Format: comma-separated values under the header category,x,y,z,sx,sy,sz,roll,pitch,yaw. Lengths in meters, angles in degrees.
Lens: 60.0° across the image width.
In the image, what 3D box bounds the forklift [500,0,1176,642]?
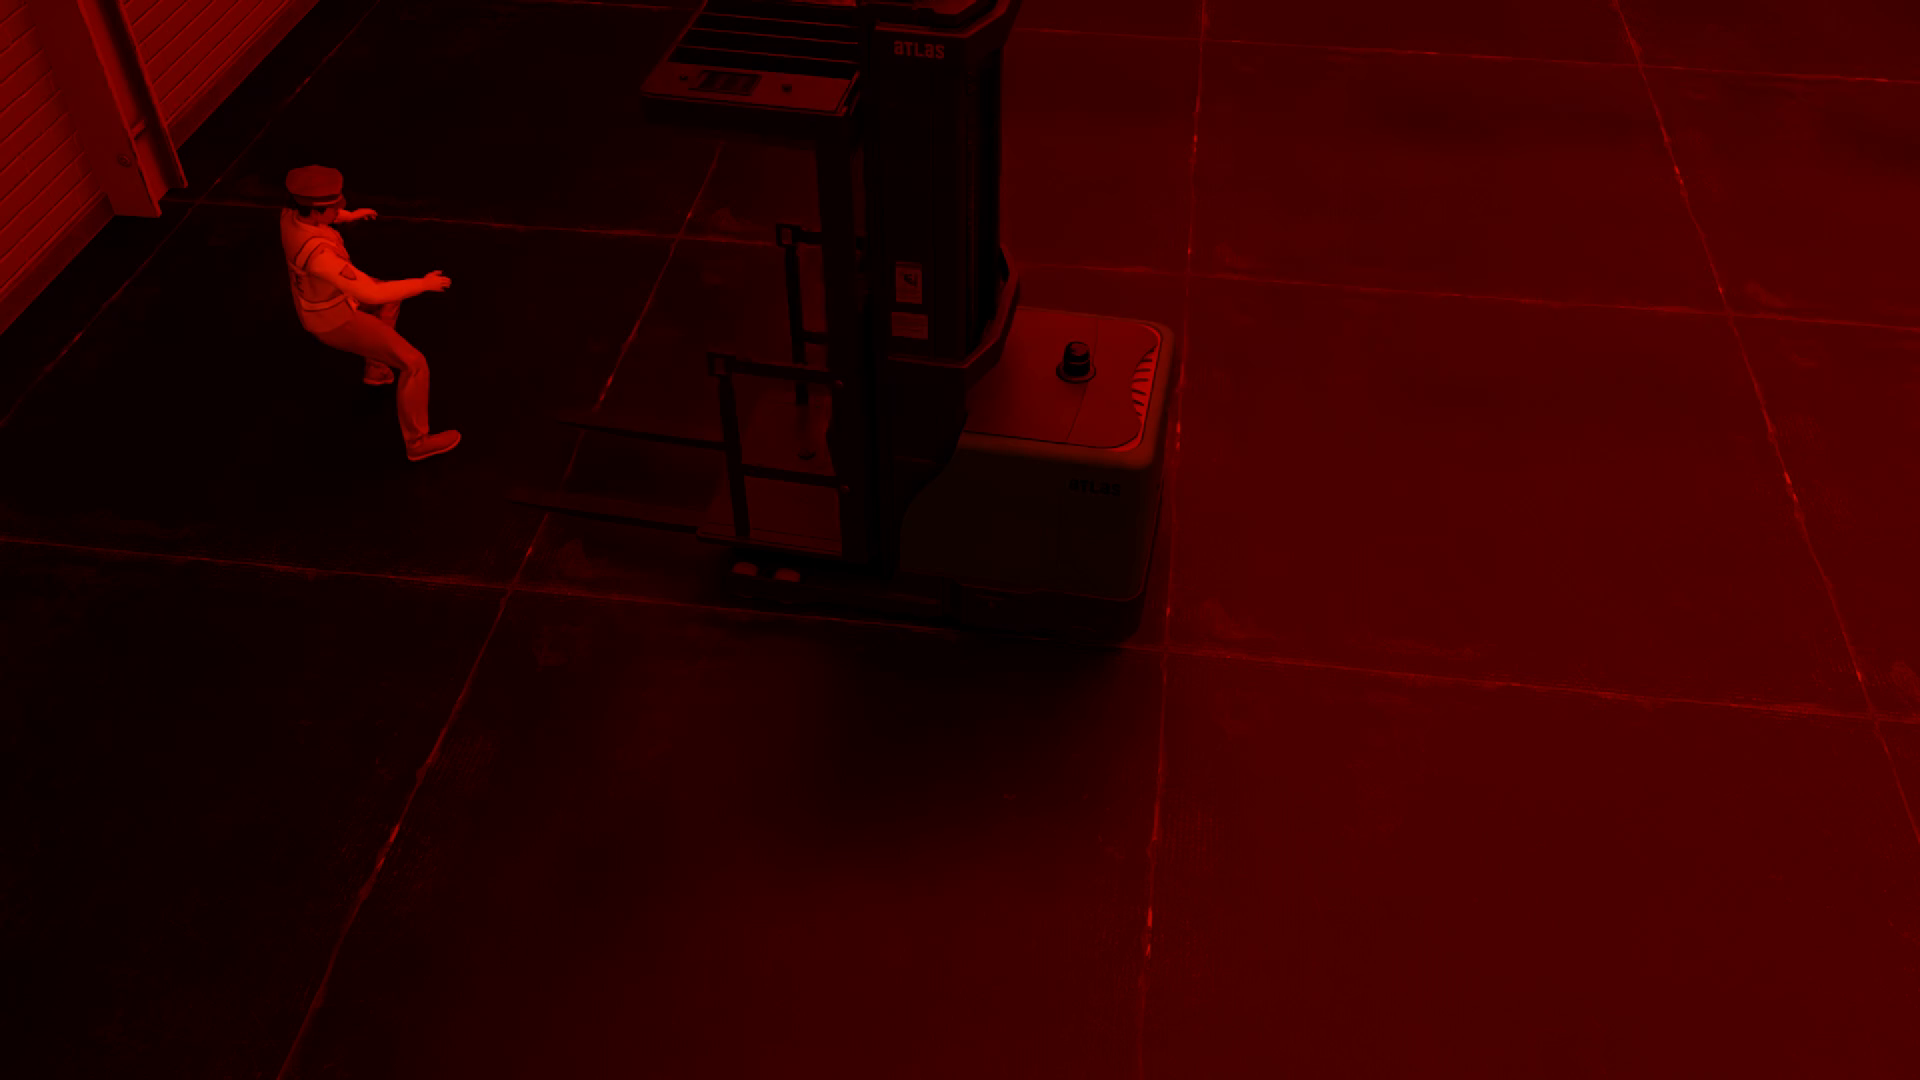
category,x,y,z,sx,sy,sz,roll,pitch,yaw
forklift,-0.604,-1.131,6.955,3.031,2.935,1.130,8,43,9

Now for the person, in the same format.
category,x,y,z,sx,sy,sz,roll,pitch,yaw
person,-2.879,-1.204,8.112,0.695,1.468,0.894,-21,47,-21
